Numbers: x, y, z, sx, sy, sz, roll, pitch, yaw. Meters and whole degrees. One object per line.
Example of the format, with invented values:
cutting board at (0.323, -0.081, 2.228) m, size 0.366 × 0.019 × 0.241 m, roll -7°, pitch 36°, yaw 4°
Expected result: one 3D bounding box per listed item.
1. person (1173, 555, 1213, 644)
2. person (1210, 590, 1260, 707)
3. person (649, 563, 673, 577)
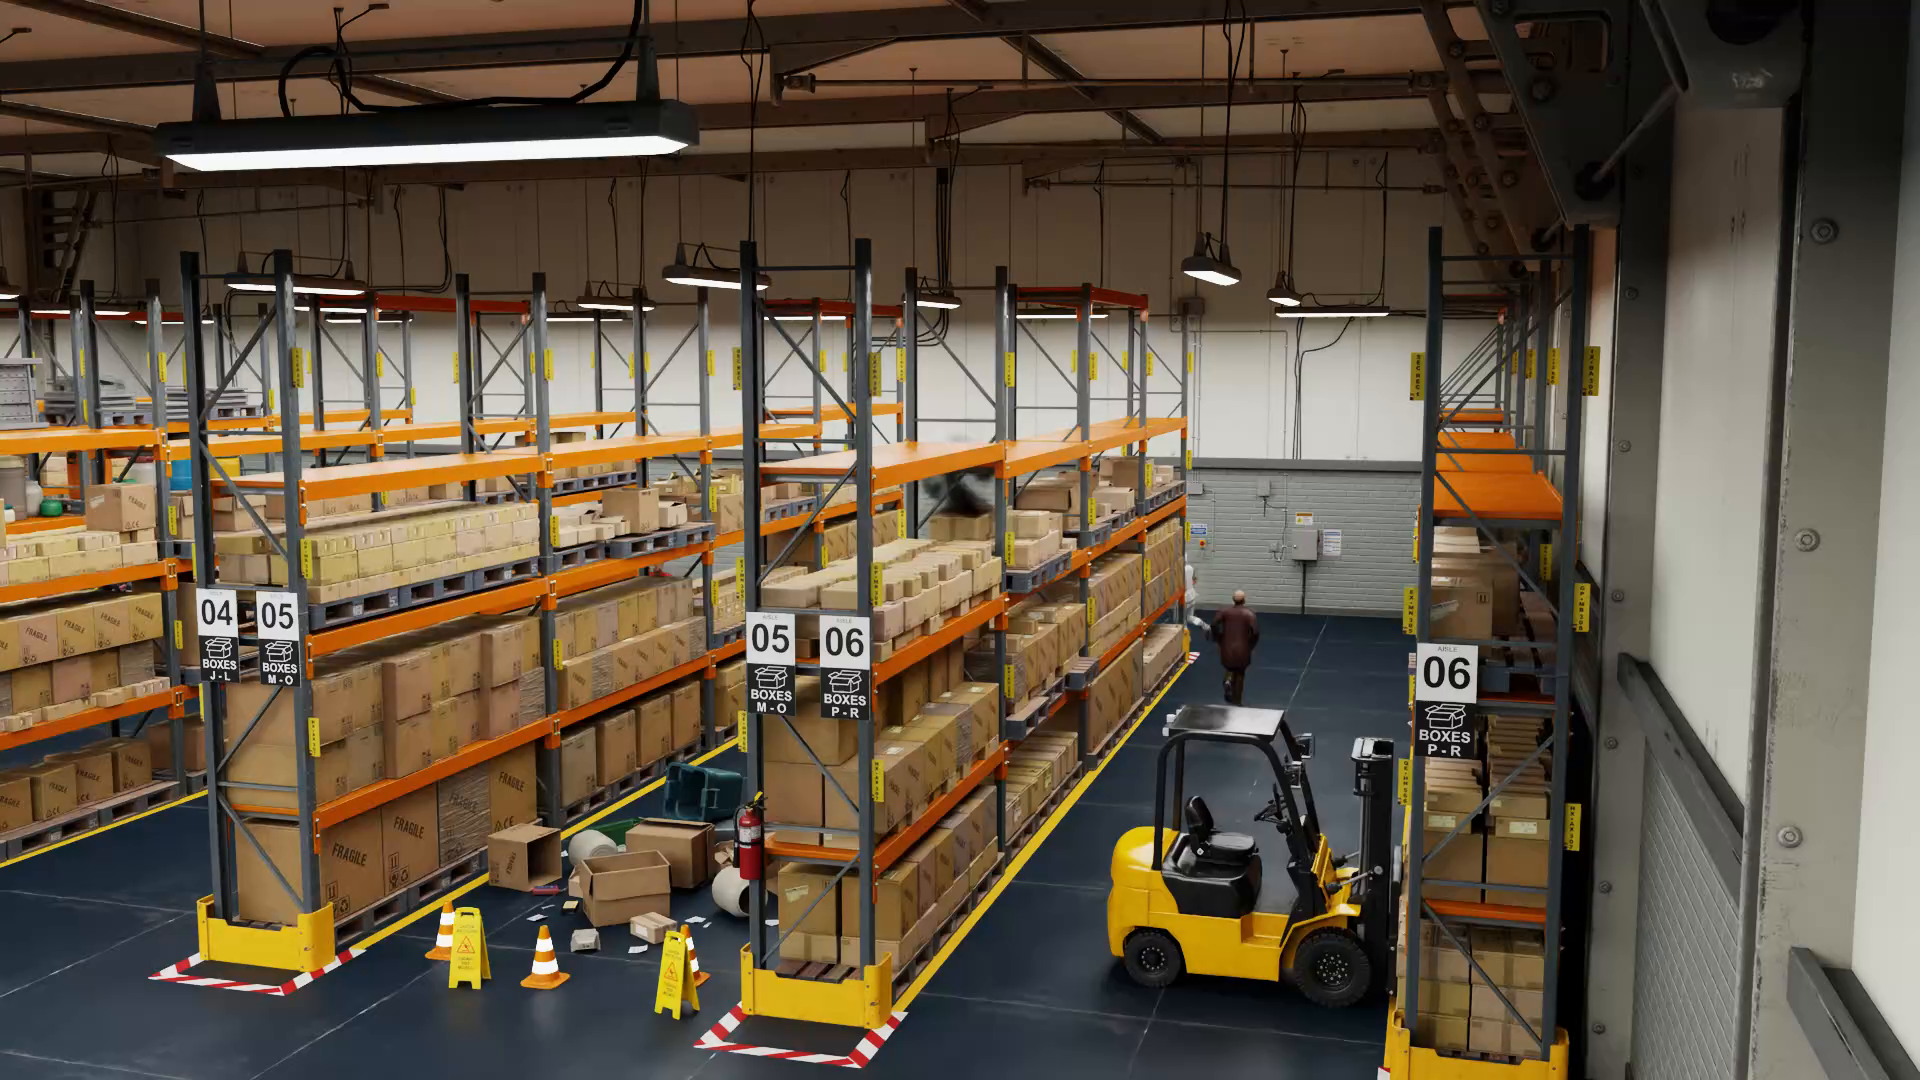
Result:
person at (4.016, 1.047, 29.289) m, size 0.775 × 1.695 × 0.716 m, roll 5°, pitch 8°, yaw 37°
person at (3.979, 1.610, 24.118) m, size 0.721 × 1.756 × 0.702 m, roll 3°, pitch 7°, yaw 22°
person at (-5.148, 1.163, 28.261) m, size 0.715 × 1.693 × 0.697 m, roll 0°, pitch 6°, yaw 3°
